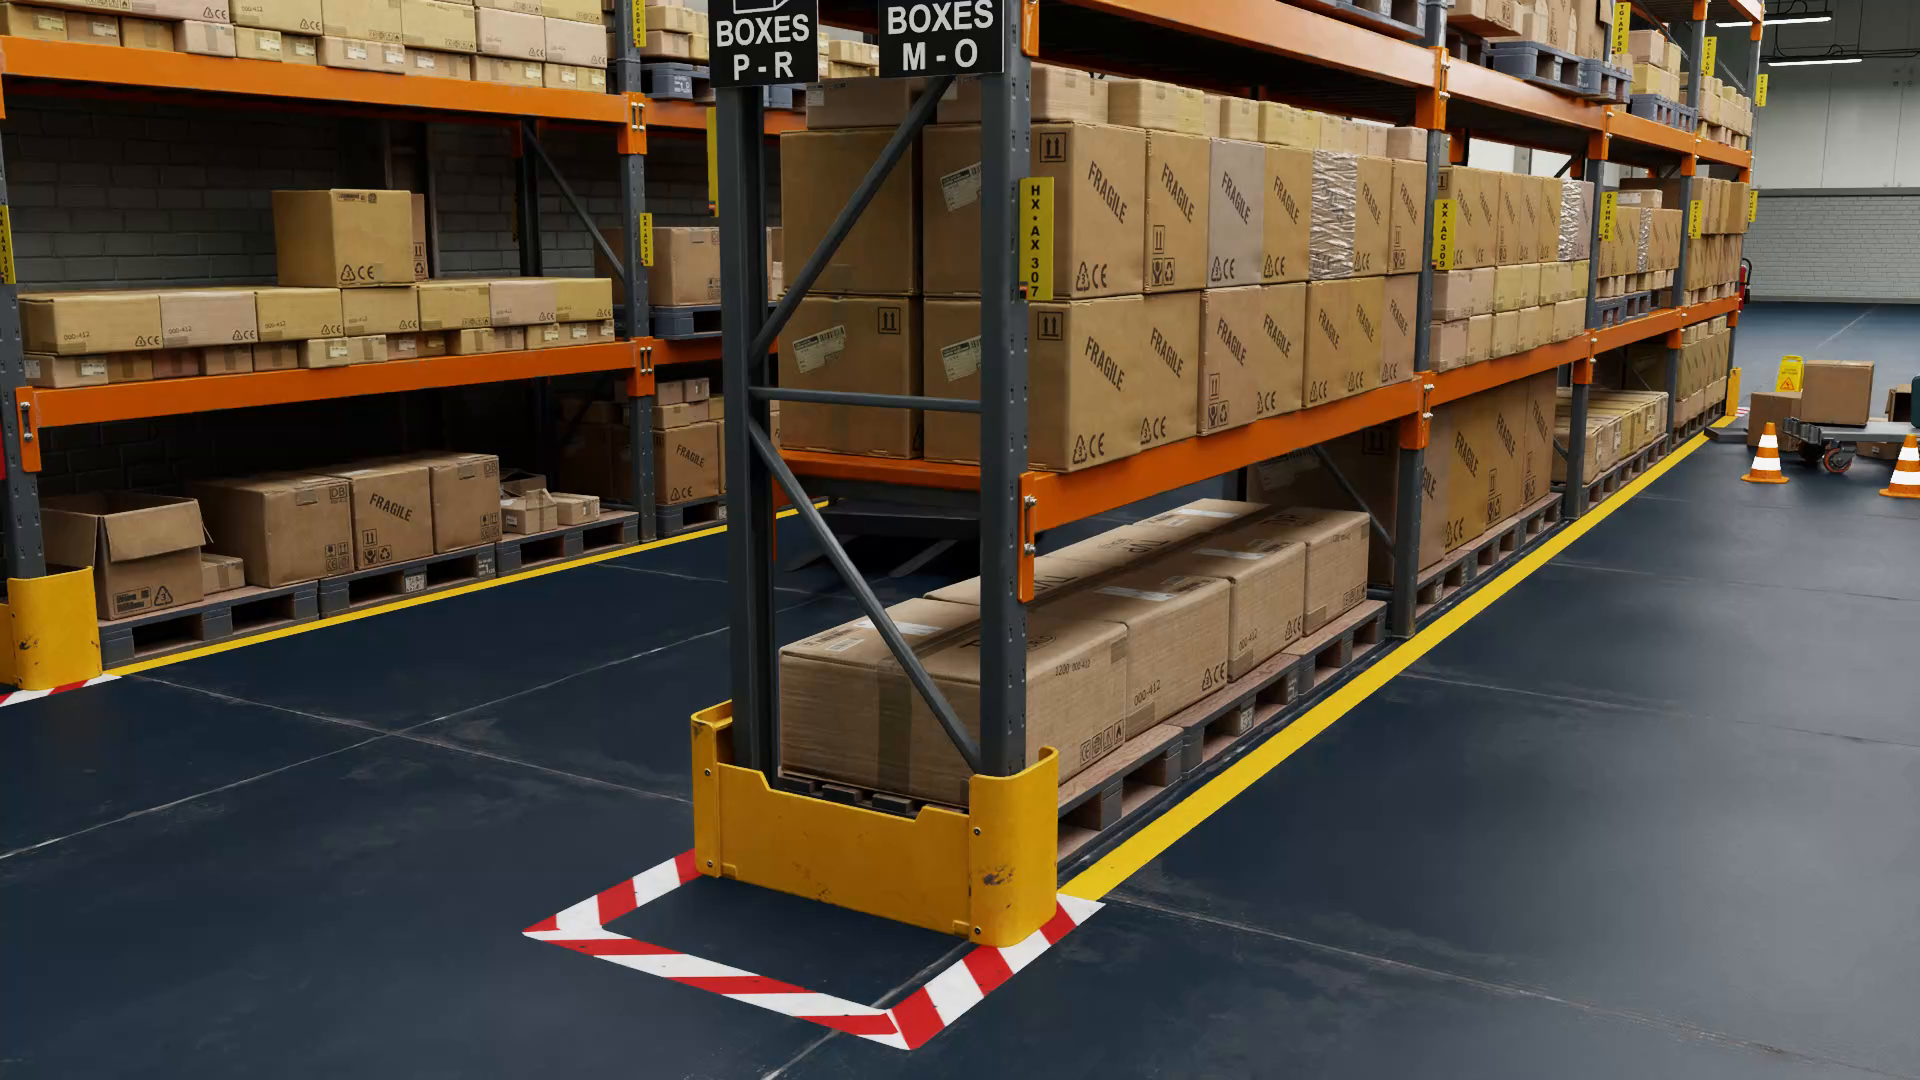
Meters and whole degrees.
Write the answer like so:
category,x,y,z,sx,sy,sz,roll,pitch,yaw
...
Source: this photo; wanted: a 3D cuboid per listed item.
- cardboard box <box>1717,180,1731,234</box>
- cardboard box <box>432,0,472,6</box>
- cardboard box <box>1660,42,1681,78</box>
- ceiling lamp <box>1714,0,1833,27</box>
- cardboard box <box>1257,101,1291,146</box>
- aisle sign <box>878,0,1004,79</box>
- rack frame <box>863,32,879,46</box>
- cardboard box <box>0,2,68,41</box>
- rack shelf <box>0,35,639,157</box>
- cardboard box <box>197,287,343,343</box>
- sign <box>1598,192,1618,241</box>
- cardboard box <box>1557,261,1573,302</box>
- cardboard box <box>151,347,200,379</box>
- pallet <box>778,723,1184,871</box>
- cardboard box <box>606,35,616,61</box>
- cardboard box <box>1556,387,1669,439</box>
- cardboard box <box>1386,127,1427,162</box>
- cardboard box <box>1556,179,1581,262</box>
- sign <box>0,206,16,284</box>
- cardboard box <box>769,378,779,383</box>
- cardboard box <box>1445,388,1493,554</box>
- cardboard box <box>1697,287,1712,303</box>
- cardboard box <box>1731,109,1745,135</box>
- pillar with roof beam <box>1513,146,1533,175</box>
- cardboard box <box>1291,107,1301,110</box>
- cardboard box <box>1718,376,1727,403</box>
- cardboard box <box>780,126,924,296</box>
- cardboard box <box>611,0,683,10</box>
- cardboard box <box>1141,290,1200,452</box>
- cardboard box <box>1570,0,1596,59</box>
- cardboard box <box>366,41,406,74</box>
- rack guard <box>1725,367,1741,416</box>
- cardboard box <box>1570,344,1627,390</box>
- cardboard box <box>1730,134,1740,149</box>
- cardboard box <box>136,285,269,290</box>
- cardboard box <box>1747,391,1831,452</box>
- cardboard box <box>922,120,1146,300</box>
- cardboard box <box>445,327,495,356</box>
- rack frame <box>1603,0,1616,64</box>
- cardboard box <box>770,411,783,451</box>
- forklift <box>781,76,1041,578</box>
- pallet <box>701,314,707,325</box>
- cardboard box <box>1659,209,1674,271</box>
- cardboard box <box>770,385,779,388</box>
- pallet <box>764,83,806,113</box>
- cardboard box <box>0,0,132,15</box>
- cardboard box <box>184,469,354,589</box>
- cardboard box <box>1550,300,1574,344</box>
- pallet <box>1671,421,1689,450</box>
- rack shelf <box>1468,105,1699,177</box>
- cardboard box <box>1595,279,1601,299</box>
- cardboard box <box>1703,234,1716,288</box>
category,x,y,z,sx,sy,sz,roll,pitch,yaw
cardboard box,6.947,-3.180,15.904,0.700,0.500,0.500,6,12,29
cardboard box,-3.015,-3.036,9.022,0.500,0.250,0.500,7,12,32
cardboard box,5.773,-4.039,14.048,0.500,0.250,0.500,7,13,32
ceiling lamp,15.564,-11.411,31.503,2.000,3.185,0.800,6,12,31
cardboard box,0.997,-1.531,6.144,0.380,0.149,0.250,6,12,29
aisle sign,-0.055,-1.641,4.419,0.394,0.787,0.004,6,12,31
rack frame,-0.356,-5.083,13.565,1.000,3.000,0.127,6,12,31
cardboard box,-4.145,-2.255,7.292,0.380,0.149,0.250,7,13,32
rack shelf,-3.471,-2.311,8.867,1.077,0.370,4.000,6,12,31
cardboard box,-3.522,-1.153,8.478,0.500,0.250,0.500,6,12,30
sign,4.364,-2.177,11.200,0.100,0.325,0.005,6,12,31
cardboard box,3.591,-1.651,10.586,0.500,0.250,0.500,6,12,29
cardboard box,-3.905,-0.867,8.031,0.380,0.149,0.250,6,12,30
pallet,0.083,0.835,5.835,1.003,0.211,1.213,6,12,31
cardboard box,-2.334,-3.166,10.746,0.380,0.149,0.250,6,12,31
cardboard box,5.695,-1.122,14.709,0.950,0.372,0.625,7,12,31
cardboard box,1.924,-1.812,7.645,0.380,0.149,0.250,6,12,30
cardboard box,3.584,-2.013,10.483,0.500,0.500,0.500,7,12,32
sign,-4.045,-1.250,7.040,0.100,0.325,0.005,6,12,31
cardboard box,-1.519,-1.170,12.856,0.380,0.149,0.250,6,12,31
cardboard box,2.527,-0.441,9.708,0.875,0.875,0.875,7,13,32
cardboard box,7.075,-2.385,16.141,0.380,0.149,0.250,6,12,31
cardboard box,7.733,-4.282,17.035,0.500,0.250,0.500,6,12,30
pillar with roof beam,15.690,-8.737,33.085,9.100,9.000,0.548,6,12,31
cardboard box,3.776,-5.079,20.008,0.500,0.500,0.500,7,13,33
cardboard box,7.840,-1.617,17.685,0.500,0.250,0.500,6,12,30
cardboard box,-0.218,-1.042,5.292,0.500,0.500,0.500,7,13,33
cardboard box,-1.978,-3.475,10.465,0.396,0.266,0.258,6,12,30
cardboard box,0.468,-0.582,5.553,0.500,0.500,0.500,6,12,30
cardboard box,3.537,-3.217,10.335,0.700,0.500,0.500,6,12,28
cardboard box,-3.141,-2.526,8.743,0.380,0.149,0.250,7,13,32
rack guard,8.002,-1.678,18.474,1.175,0.500,0.348,6,12,31
cardboard box,6.043,-1.632,15.727,0.500,0.500,0.500,6,12,30
cardboard box,7.827,-4.106,17.181,0.380,0.149,0.250,7,13,32
cardboard box,-3.967,-1.205,8.751,0.500,0.250,0.500,7,13,32
cardboard box,7.684,-1.101,15.383,0.500,0.500,0.500,-4,11,-18
cardboard box,0.228,-0.991,5.023,0.500,0.500,0.500,6,12,29
cardboard box,-2.881,-1.140,9.487,0.380,0.149,0.250,6,12,30
rack frame,3.888,-4.609,11.035,1.000,3.000,0.127,6,12,31
cardboard box,-1.458,-0.700,12.109,0.500,0.500,0.500,6,12,29
forklift,-0.220,-1.314,9.921,1.130,2.935,3.031,3,11,15
pallet,-1.362,-1.734,12.498,1.003,0.211,1.213,6,12,31
cardboard box,5.665,-2.519,13.950,0.500,0.500,0.500,6,12,31
cardboard box,-1.395,-1.044,12.183,0.380,0.149,0.250,7,13,33
pallet,-1.498,-3.146,11.883,1.213,0.211,1.003,6,12,31
cardboard box,-4.045,-2.467,7.340,0.500,0.250,0.500,6,12,30
cardboard box,-3.634,-0.072,8.751,0.700,0.500,0.500,7,13,33
cardboard box,3.596,-1.401,10.606,0.500,0.250,0.500,7,12,32
pallet,6.284,-1.028,15.786,1.003,0.211,1.213,6,12,31
rack shelf,4.927,-3.096,13.057,1.077,0.370,4.000,6,12,31
cardboard box,4.391,-1.818,11.970,0.380,0.149,0.250,6,12,27
cardboard box,6.944,-2.686,15.987,0.500,0.500,0.500,6,12,30
